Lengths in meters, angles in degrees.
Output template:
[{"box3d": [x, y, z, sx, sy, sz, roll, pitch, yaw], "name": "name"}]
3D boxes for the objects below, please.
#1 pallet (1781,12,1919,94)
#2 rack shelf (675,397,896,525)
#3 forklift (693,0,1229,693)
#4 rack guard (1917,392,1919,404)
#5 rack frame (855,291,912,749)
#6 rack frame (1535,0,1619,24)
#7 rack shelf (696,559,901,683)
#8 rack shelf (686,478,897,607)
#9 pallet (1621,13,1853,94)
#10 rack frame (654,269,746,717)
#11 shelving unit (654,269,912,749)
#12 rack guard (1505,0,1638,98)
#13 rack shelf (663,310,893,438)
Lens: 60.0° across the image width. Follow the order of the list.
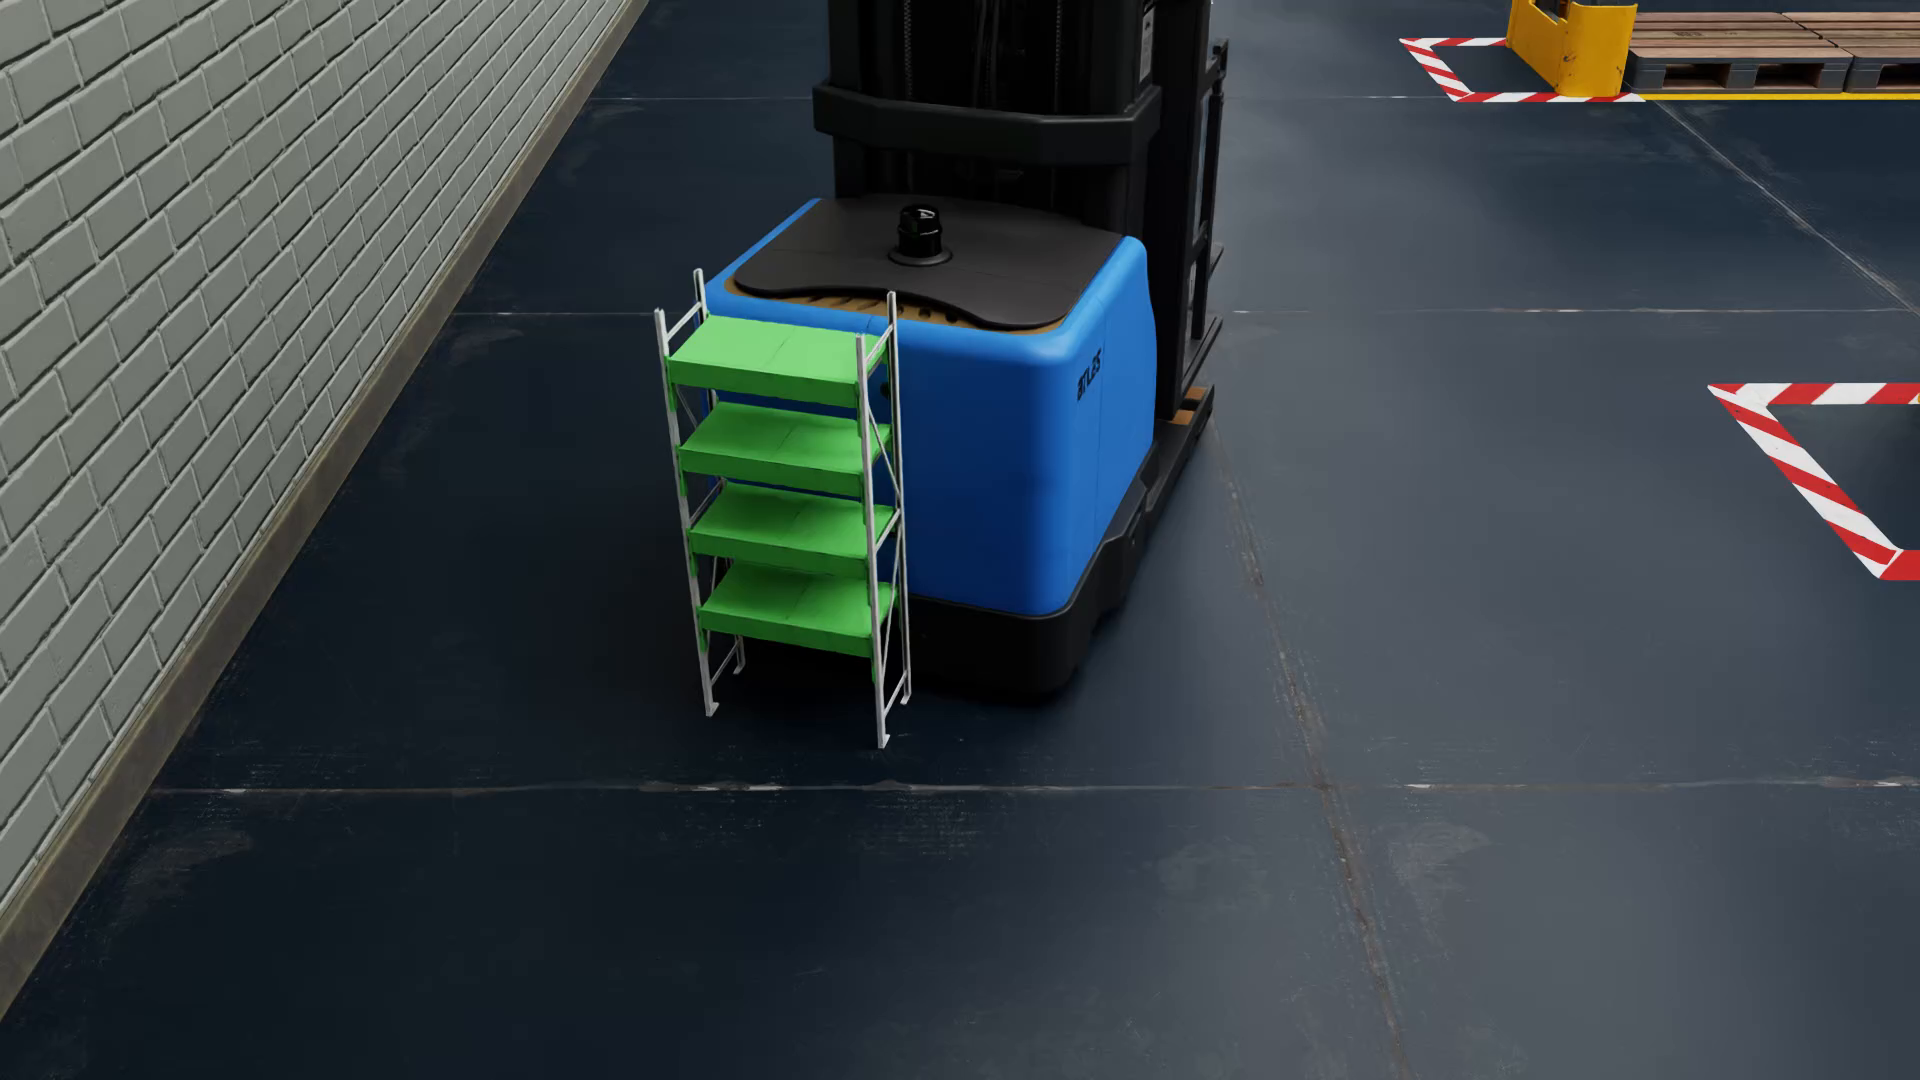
[{"box3d": [5.618, -2.875, 9.785, 1.213, 0.211, 1.003, 0, 31, 0], "name": "pallet"}, {"box3d": [-0.418, -0.198, 4.068, 0.480, 0.148, 0.258, 9, 35, 14], "name": "rack shelf"}, {"box3d": [0.262, -1.598, 5.058, 1.130, 2.935, 3.031, 10, 33, 16], "name": "forklift"}, {"box3d": [3.678, -0.445, 5.501, 0.348, 0.500, 1.175, 0, 31, 0], "name": "rack guard"}, {"box3d": [-0.182, -0.016, 4.107, 0.015, 1.200, 0.240, 9, 35, 14], "name": "rack frame"}, {"box3d": [3.576, -4.082, 9.087, 0.127, 3.000, 1.000, 0, 31, 0], "name": "rack frame"}, {"box3d": [-0.411, 0.200, 4.337, 0.480, 0.148, 0.258, 9, 35, 14], "name": "rack shelf"}, {"box3d": [-0.415, 0.001, 4.202, 0.480, 0.148, 0.258, 9, 35, 14], "name": "rack shelf"}, {"box3d": [4.401, -2.873, 9.781, 1.213, 0.211, 1.003, 0, 31, 0], "name": "pallet"}, {"box3d": [-0.650, -0.088, 4.226, 0.015, 1.200, 0.240, 9, 35, 14], "name": "rack frame"}, {"box3d": [-0.416, -0.052, 4.167, 0.503, 1.200, 0.258, 9, 35, 14], "name": "shelving unit"}, {"box3d": [3.552, -3.007, 9.724, 0.348, 0.500, 1.175, 0, 31, 0], "name": "rack guard"}, {"box3d": [-0.422, -0.397, 3.934, 0.480, 0.148, 0.258, 9, 35, 14], "name": "rack shelf"}]
